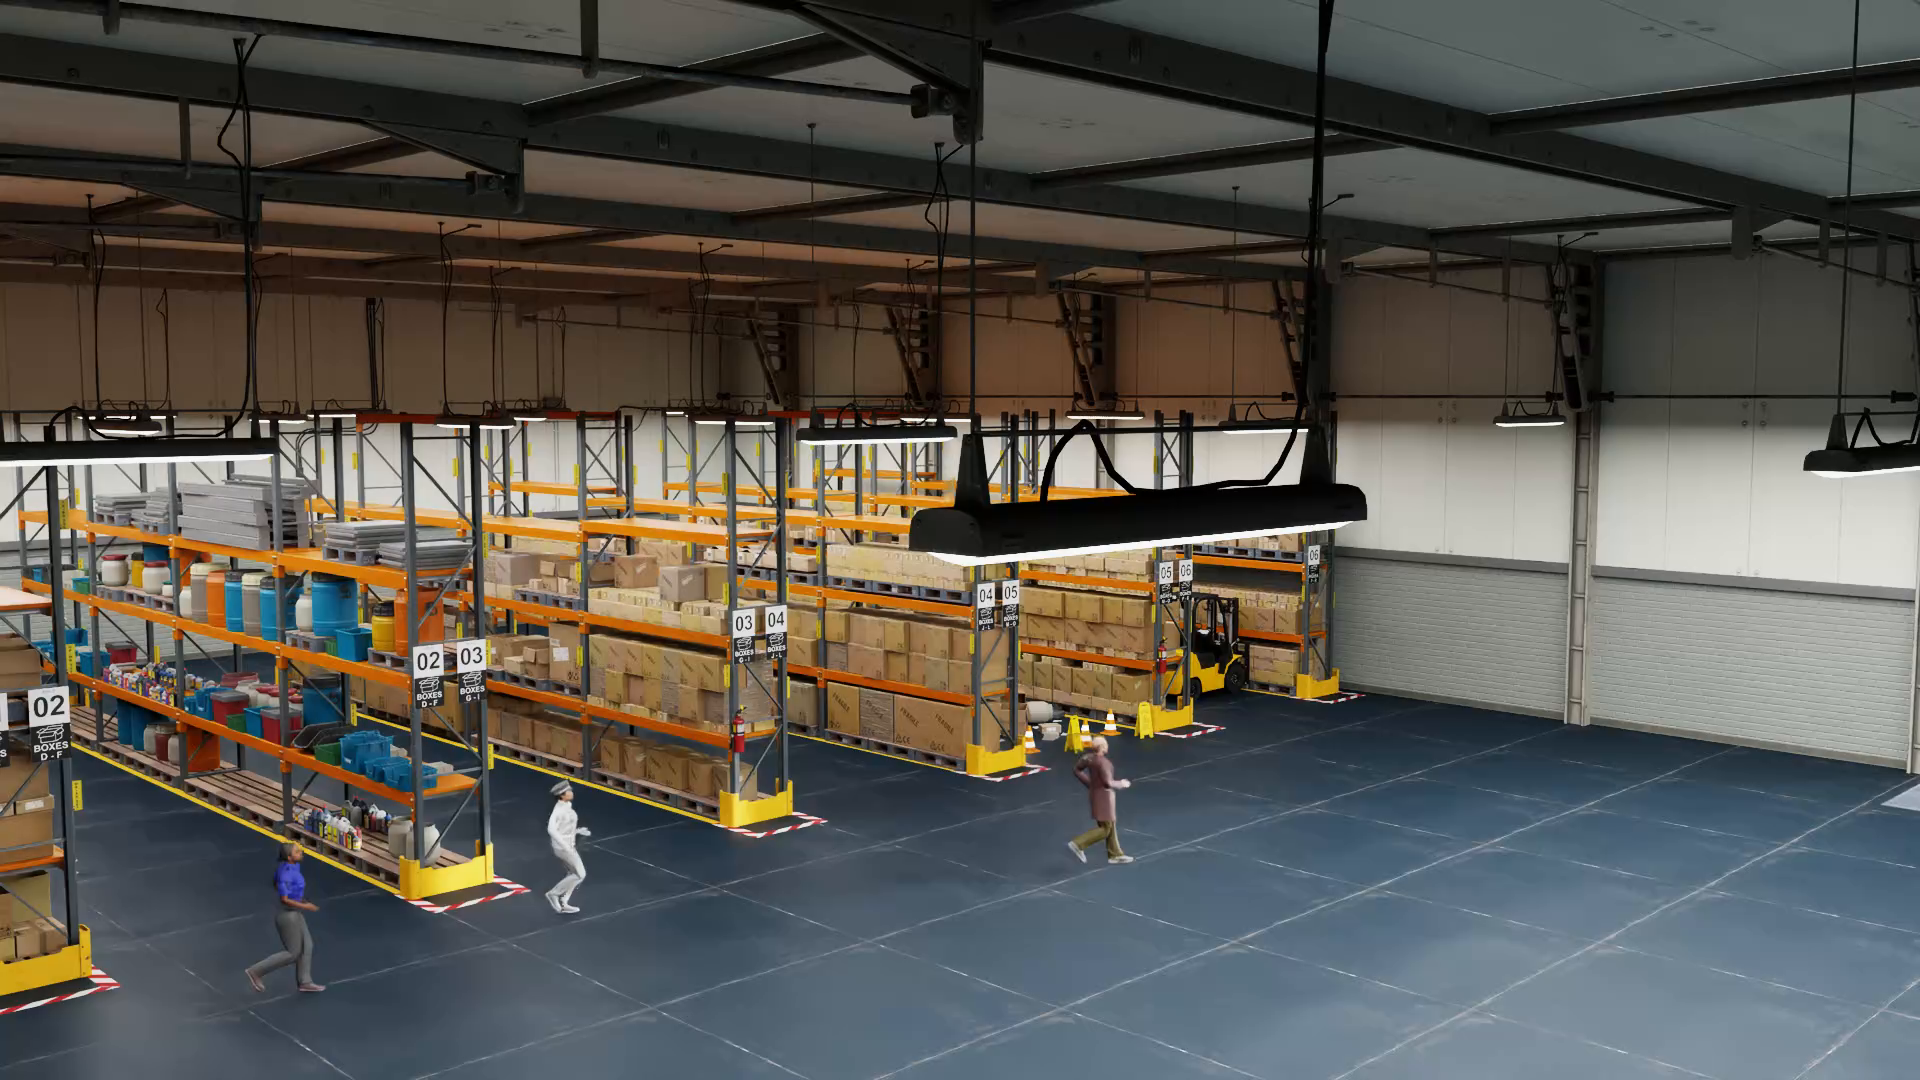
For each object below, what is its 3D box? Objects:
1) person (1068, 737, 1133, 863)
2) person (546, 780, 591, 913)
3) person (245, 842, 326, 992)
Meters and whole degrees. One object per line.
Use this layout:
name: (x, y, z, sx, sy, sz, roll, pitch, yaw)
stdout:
person: (1.875, 3.503, 22.282, 1.008, 1.762, 0.709, -2, 5, -21)
person: (-4.792, 3.745, 20.314, 0.543, 1.651, 0.444, -1, 5, -10)
person: (-7.141, 4.007, 17.563, 0.782, 1.649, 0.587, -2, 5, -22)
